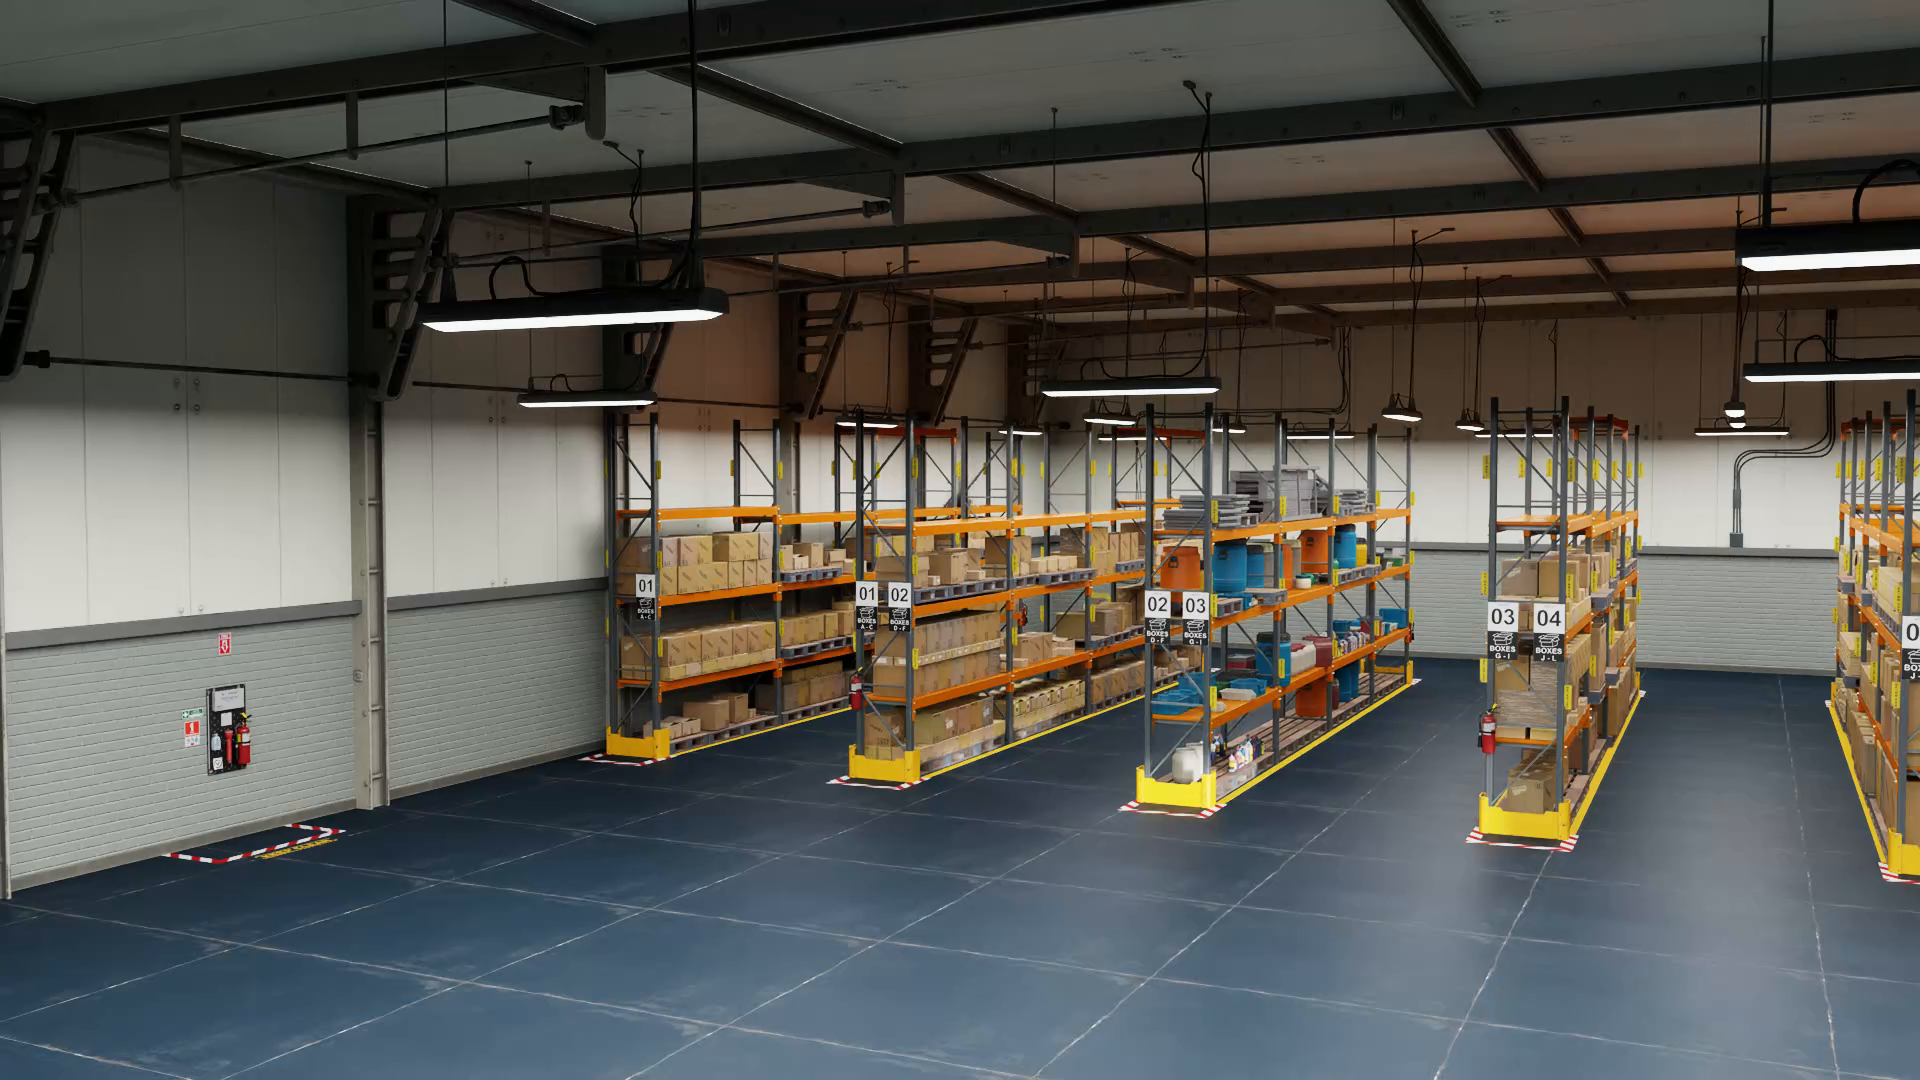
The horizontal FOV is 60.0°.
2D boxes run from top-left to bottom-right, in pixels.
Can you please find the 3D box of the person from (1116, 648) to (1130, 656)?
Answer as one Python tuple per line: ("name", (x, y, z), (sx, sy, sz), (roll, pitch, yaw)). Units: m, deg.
("person", (4.407, 2.318, 43.717), (0.534, 1.696, 0.742), (2, 3, 41))
